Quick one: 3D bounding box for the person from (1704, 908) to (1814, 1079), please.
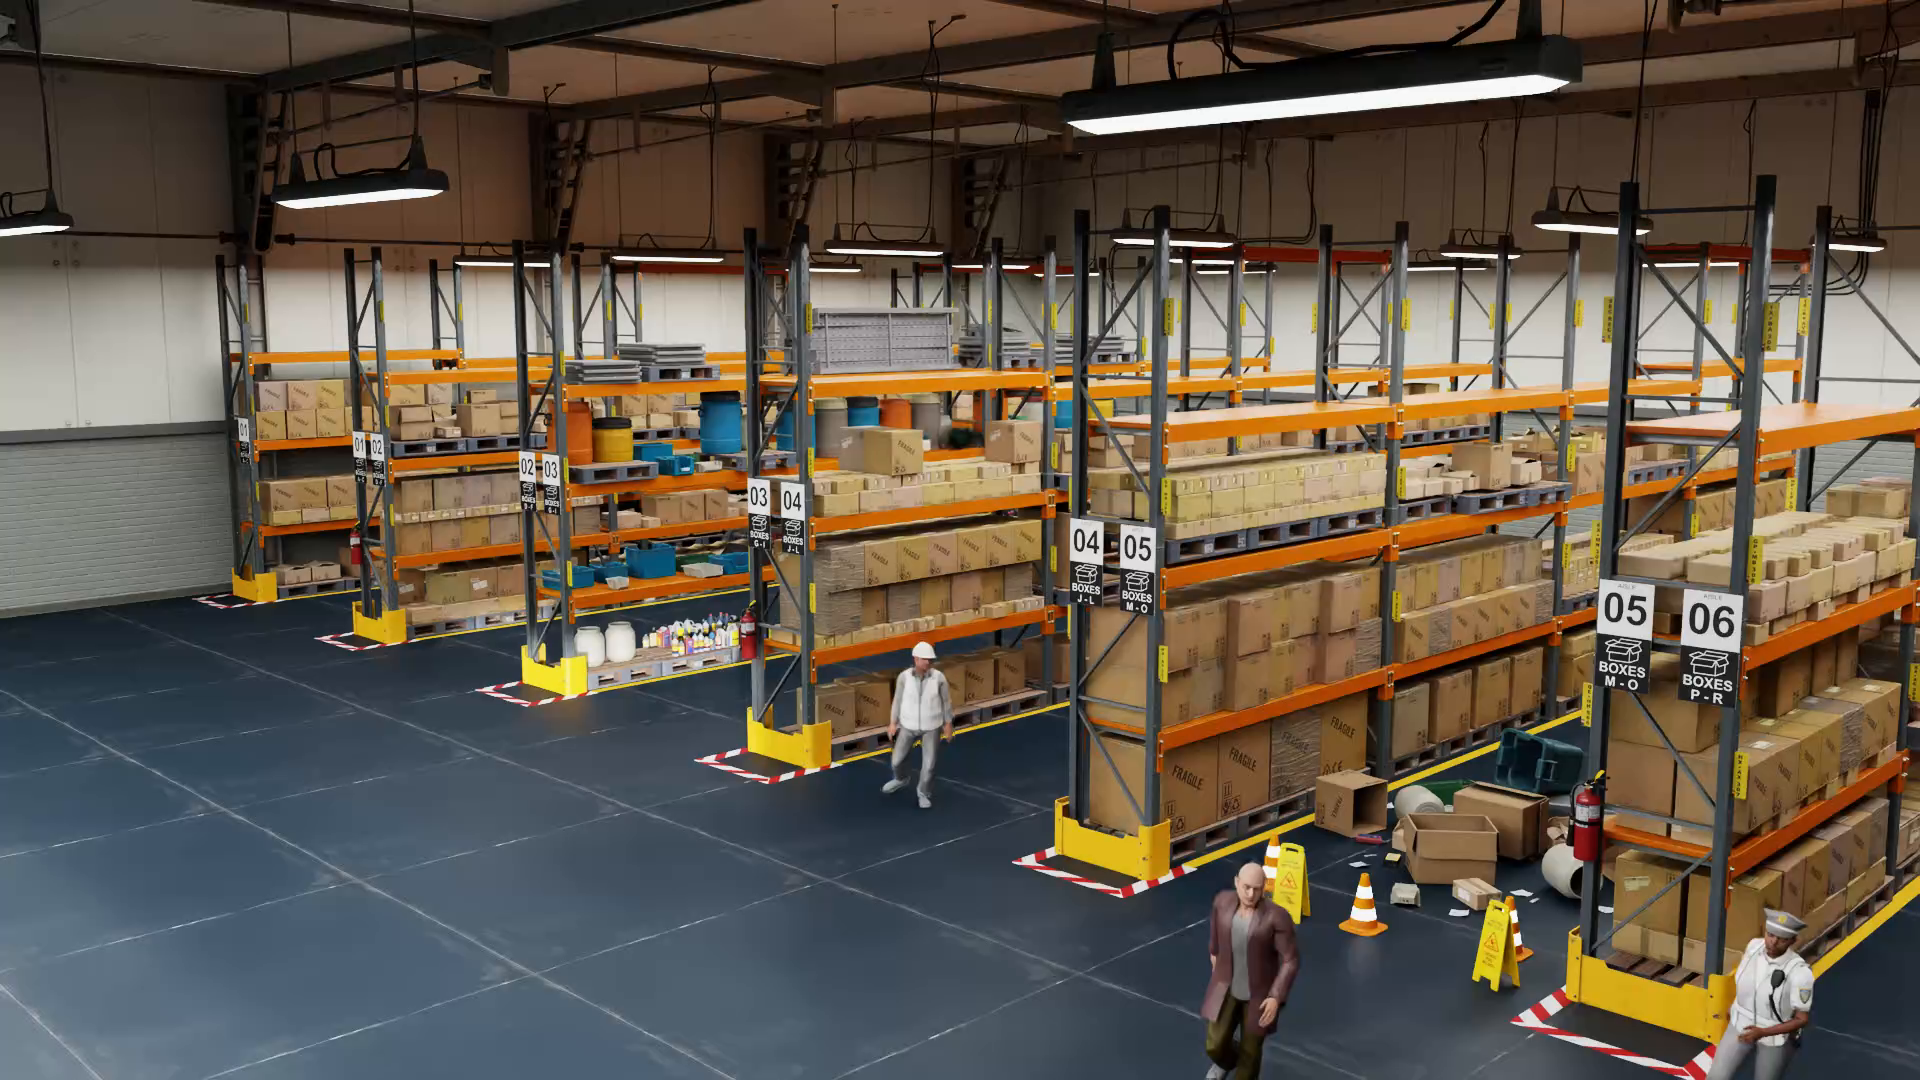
[{"bbox_3d":[4.761,2.942,9.945,0.784,1.643,0.653,-7,11,-41],"label":"person"}]

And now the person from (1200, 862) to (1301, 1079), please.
[{"bbox_3d":[1.807,2.840,10.459,0.699,1.732,0.833,4,9,25],"label":"person"}]

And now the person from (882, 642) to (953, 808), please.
[{"bbox_3d":[-0.448,1.881,17.176,0.774,1.738,0.581,1,8,5],"label":"person"}]

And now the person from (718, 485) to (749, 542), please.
[{"bbox_3d":[-4.632,-0.368,33.949,0.550,1.537,0.826,5,9,30],"label":"person"}]
